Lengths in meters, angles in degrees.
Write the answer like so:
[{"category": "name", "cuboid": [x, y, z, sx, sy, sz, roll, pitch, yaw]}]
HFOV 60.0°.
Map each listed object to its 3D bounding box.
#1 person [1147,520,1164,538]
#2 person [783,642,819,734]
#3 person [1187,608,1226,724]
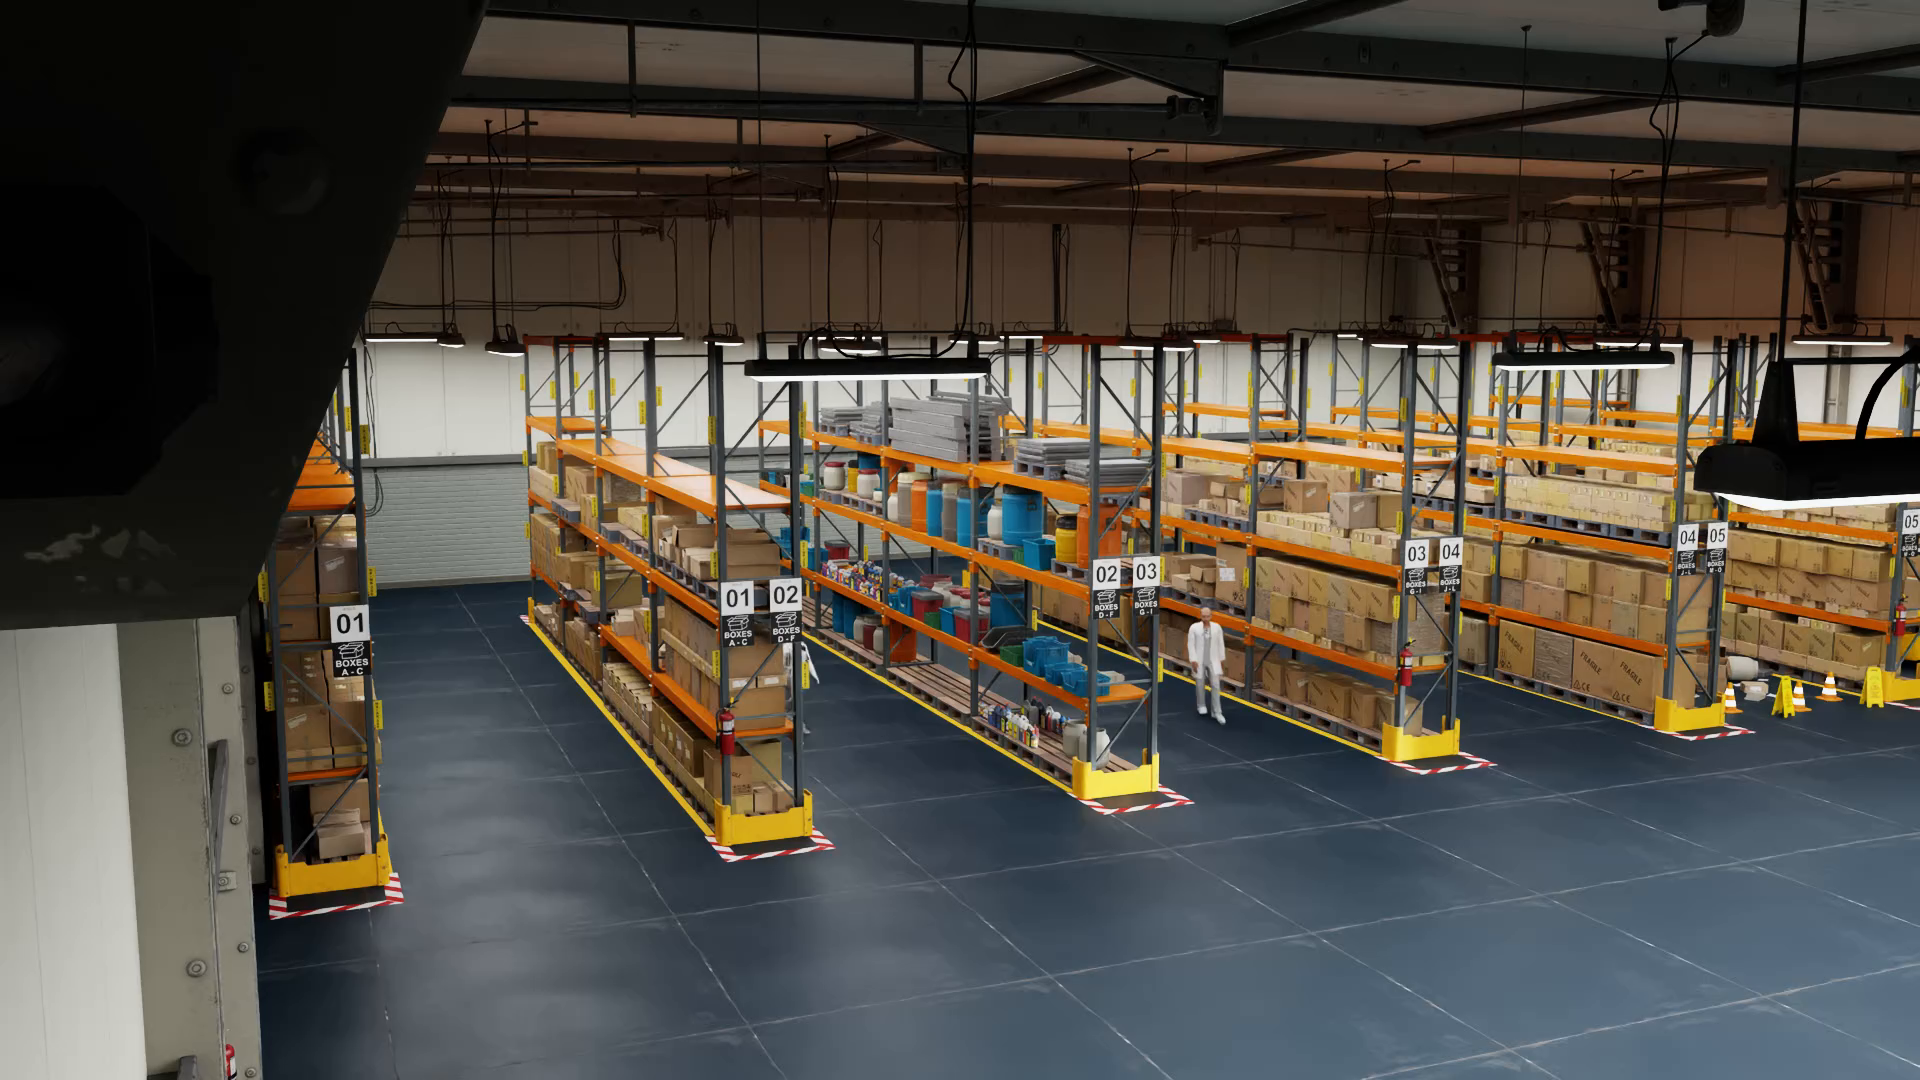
[{"category": "person", "cuboid": [5.186, -0.354, 43.608, 0.546, 1.748, 0.697, 4, 8, 26]}, {"category": "person", "cuboid": [-2.524, 2.095, 25.634, 0.533, 1.636, 1.022, -6, 9, -36]}, {"category": "person", "cuboid": [3.915, 1.950, 26.368, 0.620, 1.762, 0.891, 1, 8, 5]}]
